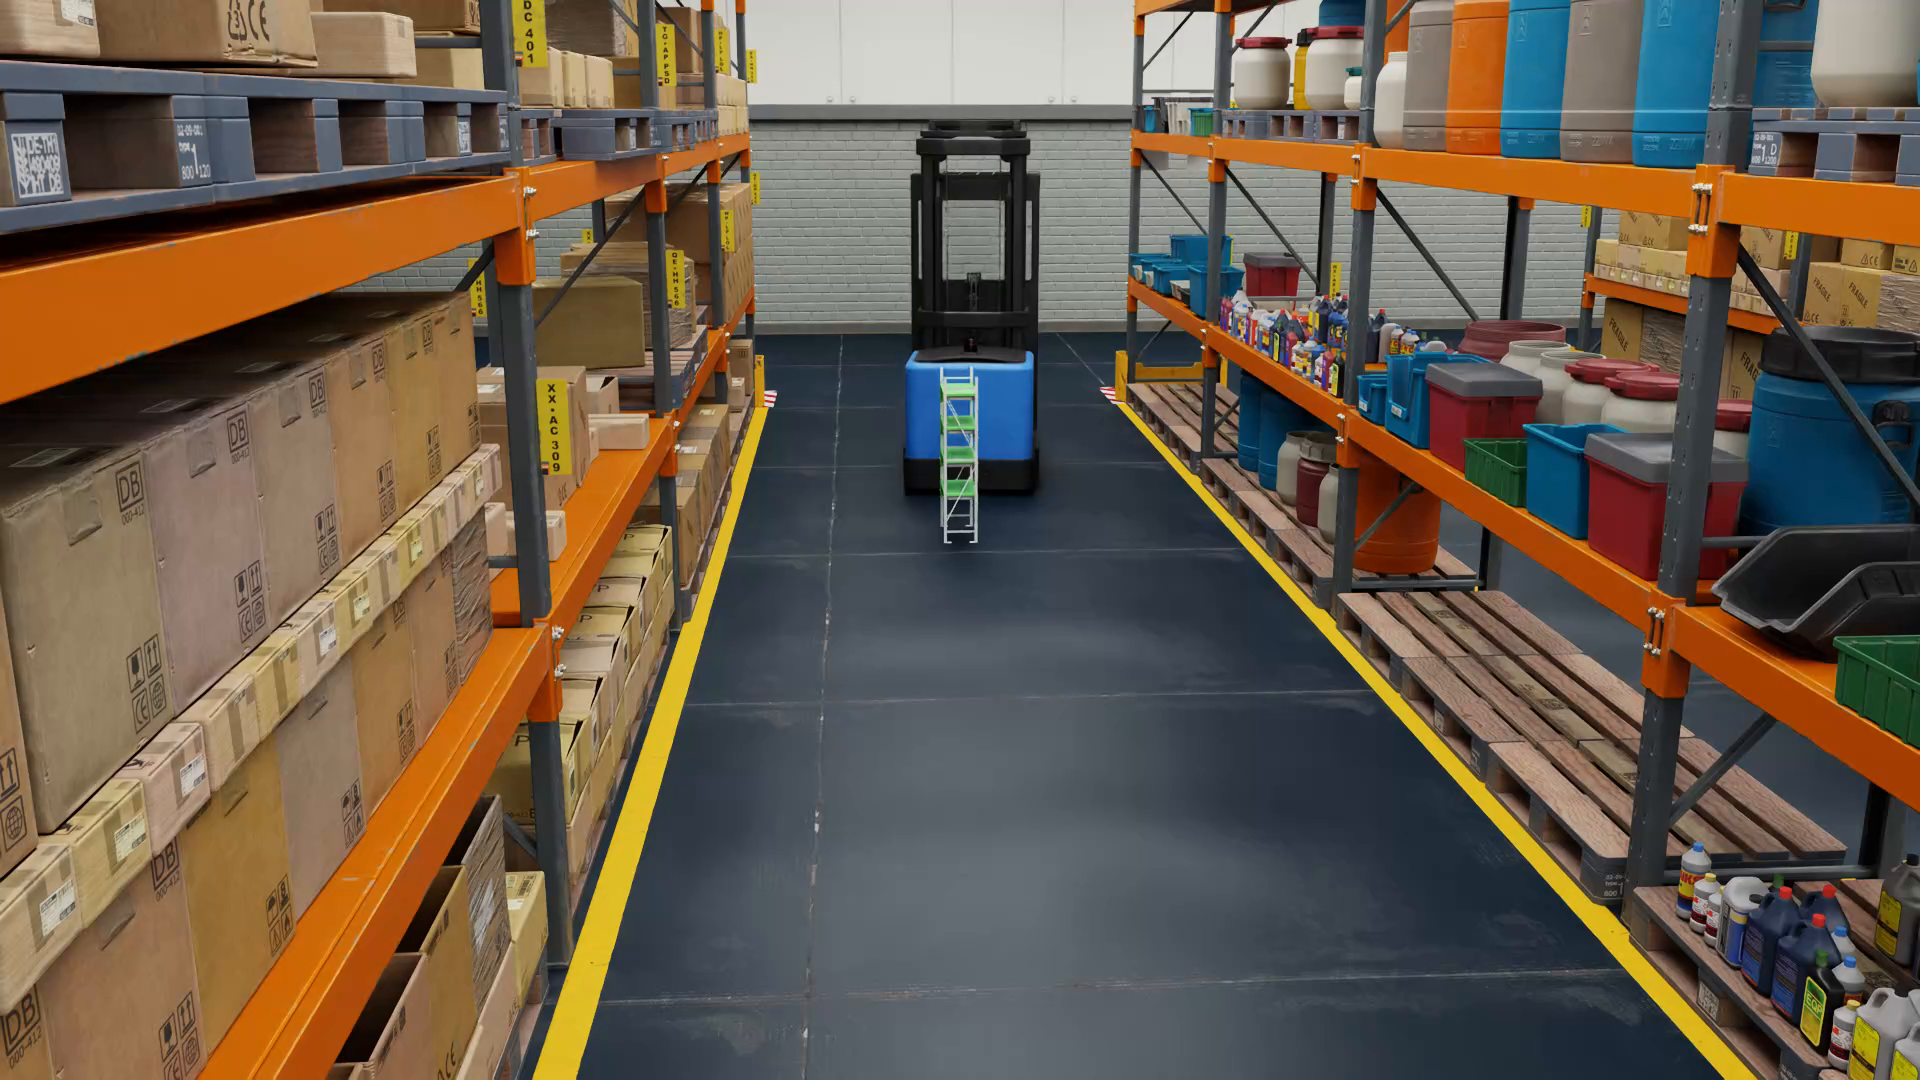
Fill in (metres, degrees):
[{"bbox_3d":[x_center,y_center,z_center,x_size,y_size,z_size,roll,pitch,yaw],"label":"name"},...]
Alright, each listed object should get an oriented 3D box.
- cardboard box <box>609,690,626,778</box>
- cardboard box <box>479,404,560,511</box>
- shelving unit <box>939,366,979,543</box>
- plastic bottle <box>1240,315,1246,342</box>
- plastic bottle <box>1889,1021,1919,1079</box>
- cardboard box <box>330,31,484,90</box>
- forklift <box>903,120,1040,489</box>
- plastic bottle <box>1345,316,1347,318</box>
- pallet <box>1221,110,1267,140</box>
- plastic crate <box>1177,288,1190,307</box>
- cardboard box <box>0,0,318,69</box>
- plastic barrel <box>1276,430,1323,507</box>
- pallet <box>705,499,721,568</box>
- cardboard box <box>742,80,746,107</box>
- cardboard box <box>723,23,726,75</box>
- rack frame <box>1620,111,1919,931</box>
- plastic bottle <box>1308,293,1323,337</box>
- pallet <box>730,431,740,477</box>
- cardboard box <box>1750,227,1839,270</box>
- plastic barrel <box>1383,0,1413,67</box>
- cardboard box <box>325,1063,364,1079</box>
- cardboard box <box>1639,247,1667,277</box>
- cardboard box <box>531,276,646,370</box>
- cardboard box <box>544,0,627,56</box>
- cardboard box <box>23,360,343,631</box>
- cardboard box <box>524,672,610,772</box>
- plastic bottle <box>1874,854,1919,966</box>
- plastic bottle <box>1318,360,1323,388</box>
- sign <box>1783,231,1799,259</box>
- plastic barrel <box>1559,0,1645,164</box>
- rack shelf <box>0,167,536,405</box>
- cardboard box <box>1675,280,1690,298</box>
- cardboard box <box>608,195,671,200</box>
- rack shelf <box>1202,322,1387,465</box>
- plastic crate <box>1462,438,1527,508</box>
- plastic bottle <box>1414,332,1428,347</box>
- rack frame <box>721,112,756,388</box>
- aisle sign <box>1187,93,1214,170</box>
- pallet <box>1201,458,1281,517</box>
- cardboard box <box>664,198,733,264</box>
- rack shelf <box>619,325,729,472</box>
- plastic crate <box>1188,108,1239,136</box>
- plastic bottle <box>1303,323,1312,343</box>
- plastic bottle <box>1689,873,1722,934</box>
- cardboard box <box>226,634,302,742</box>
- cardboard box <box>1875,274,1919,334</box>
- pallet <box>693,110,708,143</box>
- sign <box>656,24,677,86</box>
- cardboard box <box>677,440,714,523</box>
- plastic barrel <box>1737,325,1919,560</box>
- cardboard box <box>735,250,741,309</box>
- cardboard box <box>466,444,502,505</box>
[{"bbox_3d":[-1.759,0.856,7.355,0.500,0.250,0.500,-1,14,-5],"label":"cardboard box"},{"bbox_3d":[-1.980,-0.283,6.905,0.500,0.500,0.500,0,14,1],"label":"cardboard box"},{"bbox_3d":[-0.010,-0.622,12.037,0.258,1.200,0.503,-1,14,-3],"label":"shelving unit"},{"bbox_3d":[2.189,-1.616,12.684,0.097,0.201,0.097,0,14,0],"label":"plastic bottle"},{"bbox_3d":[2.713,1.488,4.656,0.144,0.351,0.185,0,14,-1],"label":"plastic bottle"},{"bbox_3d":[-1.945,-1.649,5.854,0.500,0.250,0.500,1,14,2],"label":"cardboard box"},{"bbox_3d":[0.140,-2.136,14.445,1.130,2.935,3.031,1,14,3],"label":"forklift"},{"bbox_3d":[2.941,-1.574,12.375,0.152,0.276,0.135,-1,14,-3],"label":"plastic bottle"},{"bbox_3d":[2.678,-3.145,12.589,1.213,0.211,1.003,-1,14,-3],"label":"pallet"},{"bbox_3d":[2.194,-2.147,14.784,0.437,0.125,0.590,-1,14,-3],"label":"plastic crate"},{"bbox_3d":[-1.499,-1.107,2.964,0.500,0.500,0.500,-1,14,-3],"label":"cardboard box"},{"bbox_3d":[2.538,-0.522,12.187,0.421,0.512,0.421,0,14,0],"label":"plastic barrel"},{"bbox_3d":[-2.245,-0.045,11.779,1.003,0.211,1.213,-1,14,-3],"label":"pallet"},{"bbox_3d":[-2.374,-4.395,16.366,0.500,0.250,0.500,-1,14,-3],"label":"cardboard box"},{"bbox_3d":[-2.528,-4.506,15.292,0.700,0.500,0.500,-1,14,-3],"label":"cardboard box"},{"bbox_3d":[3.028,0.012,5.959,1.000,3.000,0.127,-1,14,-3],"label":"rack frame"},{"bbox_3d":[2.772,-1.728,12.820,0.144,0.351,0.185,-1,14,-3],"label":"plastic bottle"},{"bbox_3d":[-2.454,-0.722,14.409,1.003,0.211,1.213,-1,14,-3],"label":"pallet"},{"bbox_3d":[7.180,-2.599,14.305,0.500,0.500,0.500,0,14,-2],"label":"cardboard box"},{"bbox_3d":[2.747,-2.988,9.894,0.600,0.830,0.708,-1,14,-3],"label":"plastic barrel"},{"bbox_3d":[-1.557,1.462,3.493,0.500,0.500,0.500,-1,14,-3],"label":"cardboard box"},{"bbox_3d":[7.054,-2.742,16.368,0.500,0.250,0.500,-1,14,-5],"label":"cardboard box"},{"bbox_3d":[-2.316,-1.314,10.069,0.700,0.500,0.500,-6,16,-22],"label":"cardboard box"},{"bbox_3d":[-2.185,-3.001,9.443,0.500,0.500,0.500,-1,14,-3],"label":"cardboard box"},{"bbox_3d":[-1.789,-0.104,3.607,0.700,0.500,0.500,-1,14,-3],"label":"cardboard box"},{"bbox_3d":[-1.719,0.713,6.784,0.500,0.311,0.500,-1,14,-4],"label":"cardboard box"},{"bbox_3d":[3.211,1.240,5.620,0.144,0.351,0.185,-1,14,-3],"label":"plastic bottle"},{"bbox_3d":[2.326,-1.067,10.551,0.097,0.201,0.097,0,14,0],"label":"plastic bottle"},{"bbox_3d":[6.922,-2.502,13.836,0.100,0.325,0.005,-1,14,-3],"label":"sign"},{"bbox_3d":[2.739,-1.969,6.633,0.600,0.901,0.600,0,14,0],"label":"plastic barrel"},{"bbox_3d":[-1.793,-0.519,3.448,1.077,0.370,4.000,-1,14,-3],"label":"rack shelf"},{"bbox_3d":[7.035,-2.386,15.783,0.380,0.149,0.250,-1,14,-3],"label":"cardboard box"},{"bbox_3d":[-2.736,-2.683,14.229,0.500,0.500,0.500,-1,14,-5],"label":"cardboard box"},{"bbox_3d":[2.656,-1.131,11.848,1.077,0.370,4.000,-1,14,-3],"label":"rack shelf"},{"bbox_3d":[2.638,-0.314,7.651,0.450,0.188,0.662,-1,14,-3],"label":"plastic crate"},{"bbox_3d":[3.070,-1.245,11.080,0.061,0.283,0.133,-1,14,-3],"label":"plastic bottle"},{"bbox_3d":[-2.660,-2.897,17.264,1.000,3.000,0.127,-1,14,-3],"label":"rack frame"},{"bbox_3d":[2.572,-4.253,17.321,0.394,0.787,0.004,-1,14,-3],"label":"aisle sign"},{"bbox_3d":[2.538,-0.434,13.290,1.003,0.211,1.213,-1,14,-3],"label":"pallet"},{"bbox_3d":[-2.161,-2.556,13.733,0.500,0.500,0.500,-1,14,-2],"label":"cardboard box"},{"bbox_3d":[-2.288,-1.056,11.554,1.077,0.370,4.000,-1,14,-3],"label":"rack shelf"},{"bbox_3d":[2.157,-3.570,14.199,0.416,0.233,0.300,-1,14,-3],"label":"plastic crate"},{"bbox_3d":[2.390,-1.352,11.497,0.061,0.283,0.133,-1,14,-3],"label":"plastic bottle"},{"bbox_3d":[2.616,1.266,5.820,0.097,0.201,0.097,0,14,0],"label":"plastic bottle"},{"bbox_3d":[-1.560,0.299,3.342,0.380,0.149,0.250,-1,14,-4],"label":"cardboard box"},{"bbox_3d":[7.317,-1.734,12.547,0.500,0.500,0.500,-1,14,-5],"label":"cardboard box"},{"bbox_3d":[-2.375,-2.842,11.411,1.213,0.211,1.003,-1,14,-3],"label":"pallet"},{"bbox_3d":[-1.610,-2.655,9.109,0.100,0.325,0.005,-1,14,-3],"label":"sign"},{"bbox_3d":[-2.009,-0.412,11.740,0.500,0.500,0.500,-1,14,-5],"label":"cardboard box"},{"bbox_3d":[3.306,-0.331,6.288,0.600,0.901,0.708,-1,14,-3],"label":"plastic barrel"},{"bbox_3d":[-2.235,-2.333,14.873,0.500,0.500,0.500,-1,14,-4],"label":"cardboard box"},{"bbox_3d":[-1.686,-0.210,5.322,0.380,0.149,0.250,-1,14,-3],"label":"cardboard box"}]
